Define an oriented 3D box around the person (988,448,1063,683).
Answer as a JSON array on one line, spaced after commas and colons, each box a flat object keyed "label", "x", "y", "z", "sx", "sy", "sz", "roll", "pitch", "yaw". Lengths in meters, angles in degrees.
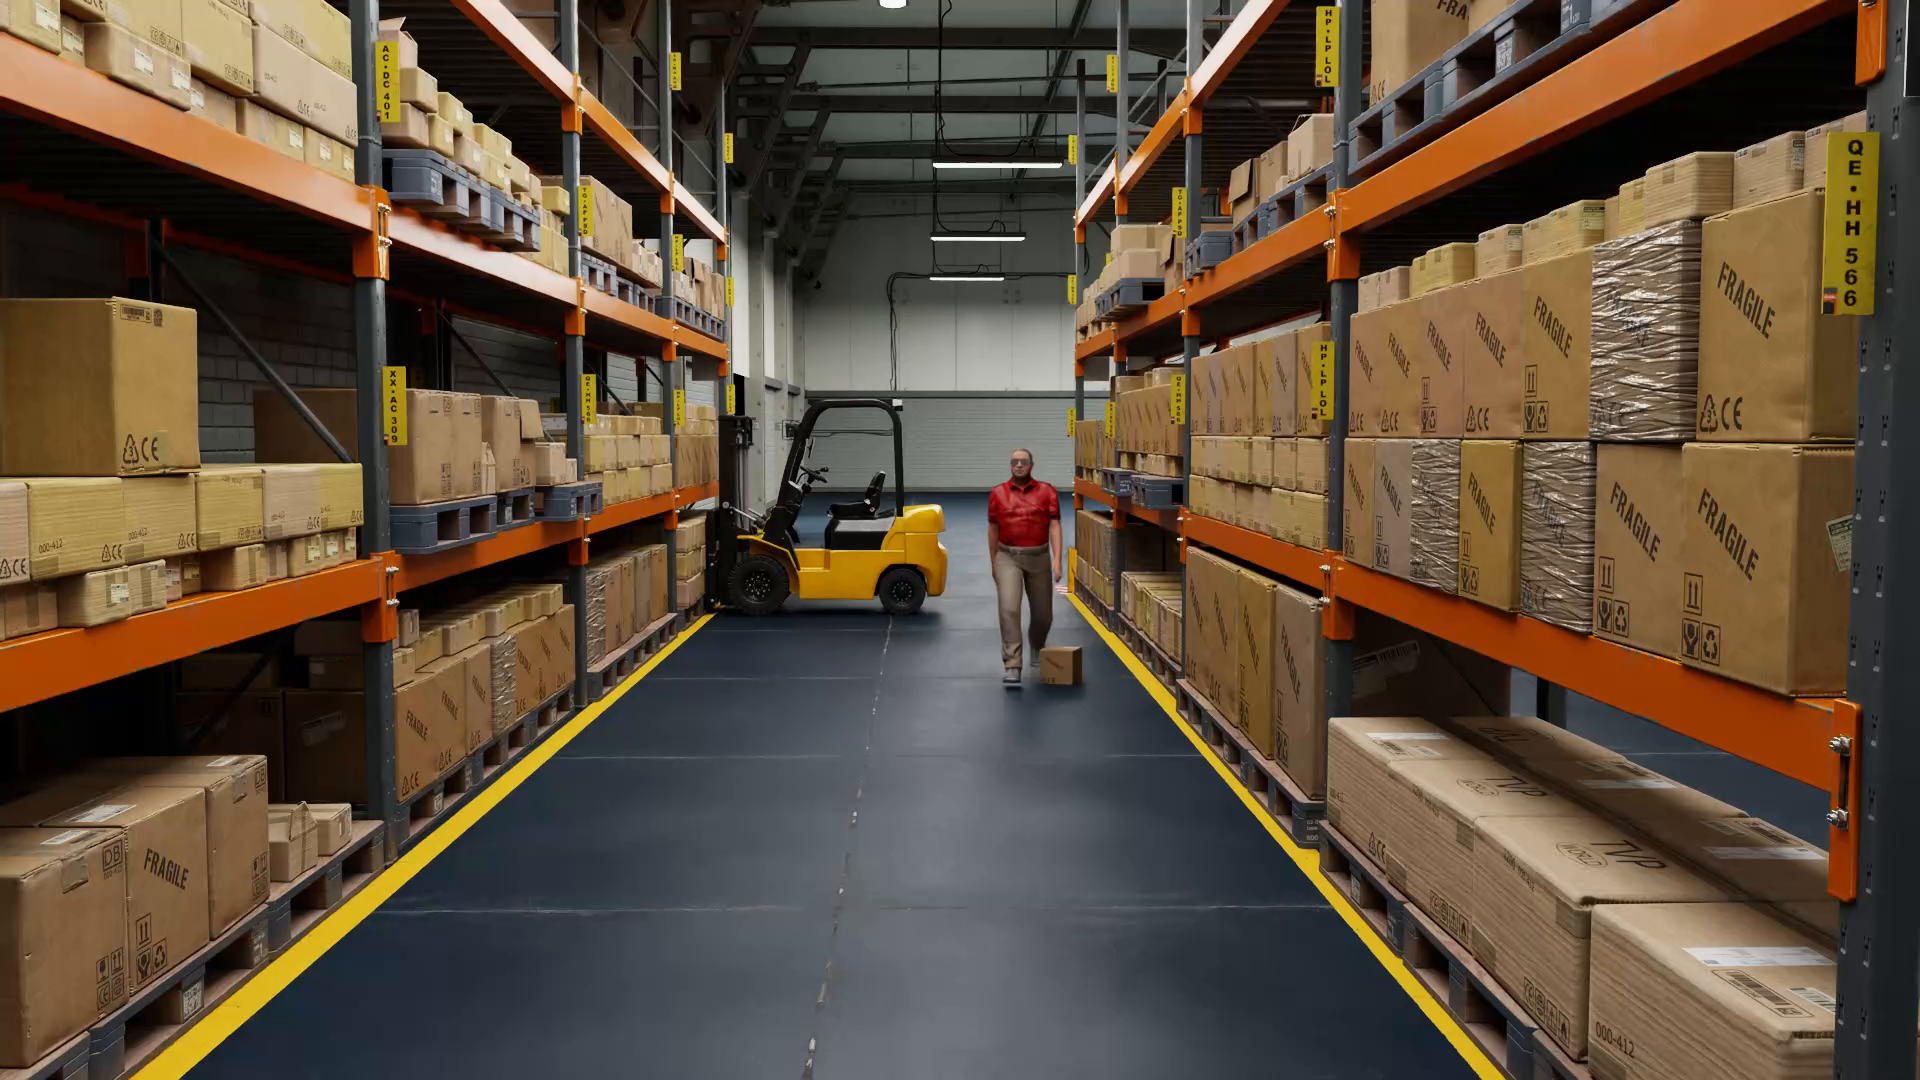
[{"label": "person", "x": 0.473, "y": 0.166, "z": 12.147, "sx": 0.540, "sy": 1.680, "sz": 0.951, "roll": 0, "pitch": 4, "yaw": 0}]
